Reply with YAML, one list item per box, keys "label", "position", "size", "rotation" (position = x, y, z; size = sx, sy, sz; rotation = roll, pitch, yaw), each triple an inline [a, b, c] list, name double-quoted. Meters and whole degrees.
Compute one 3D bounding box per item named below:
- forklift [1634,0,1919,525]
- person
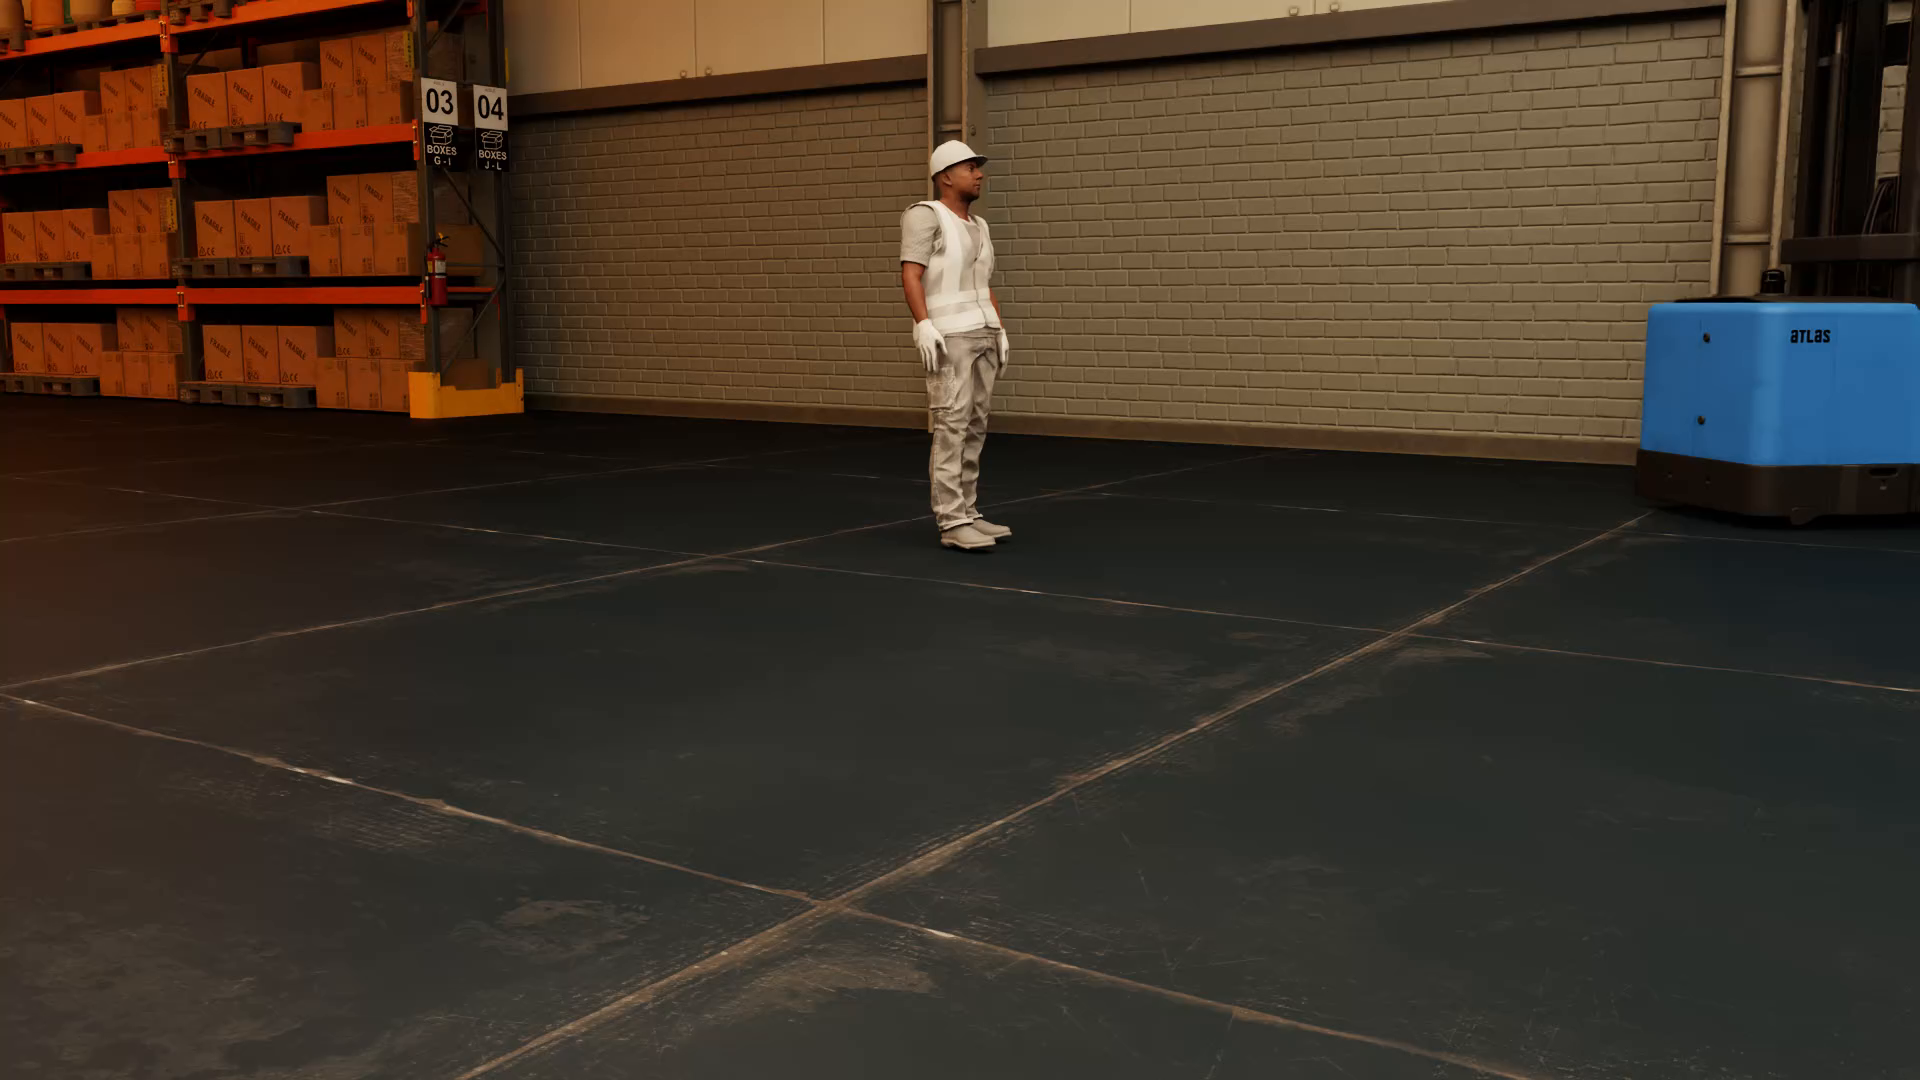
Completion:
- label: "forklift"
  position: [5.137, -1.601, 8.451]
  size: [3.031, 2.935, 1.130]
  rotation: [-2, 8, -11]
- label: "person"
  position: [0.056, -0.883, 7.431]
  size: [0.575, 1.784, 0.656]
  rotation: [5, 10, 34]
